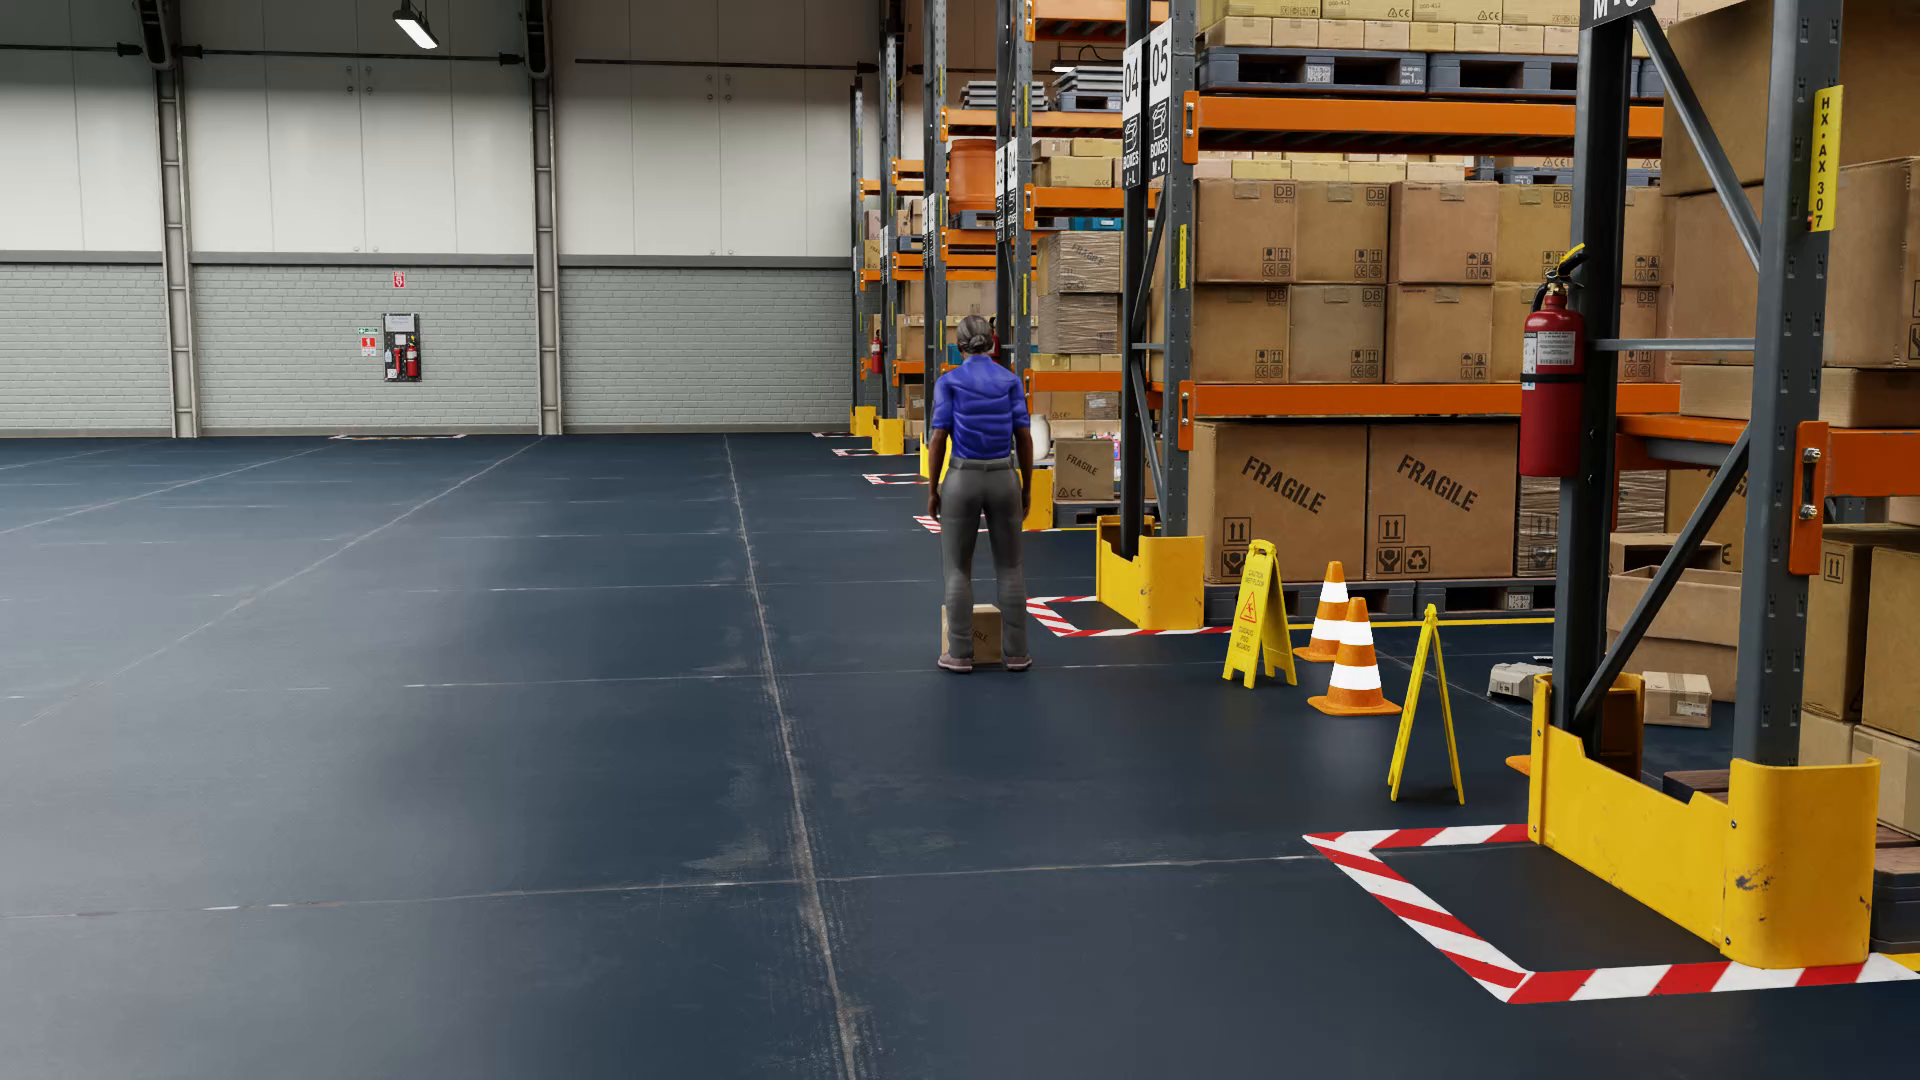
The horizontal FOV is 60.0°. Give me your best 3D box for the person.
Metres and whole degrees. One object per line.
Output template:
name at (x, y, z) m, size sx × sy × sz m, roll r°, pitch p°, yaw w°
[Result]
person at (0.102, -0.203, 7.736) m, size 0.512 × 1.627 × 0.352 m, roll -1°, pitch 7°, yaw -9°
